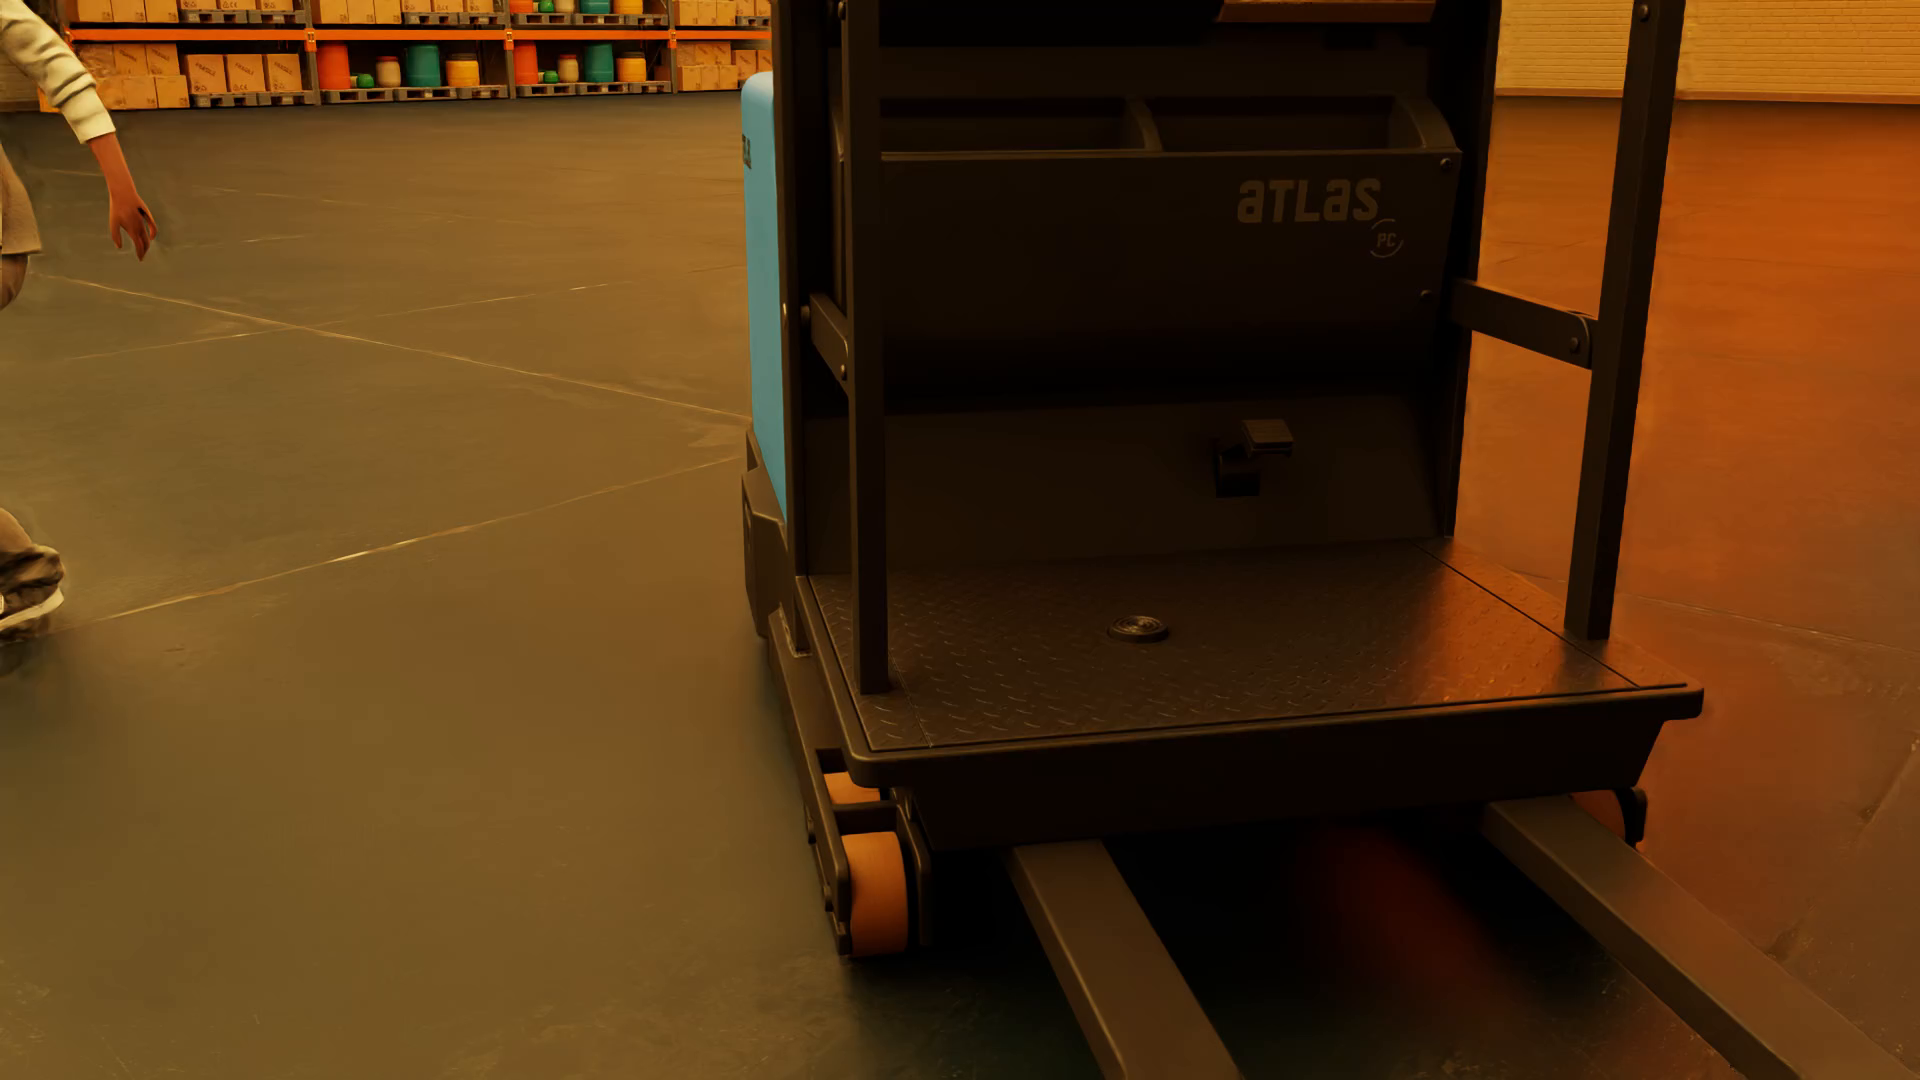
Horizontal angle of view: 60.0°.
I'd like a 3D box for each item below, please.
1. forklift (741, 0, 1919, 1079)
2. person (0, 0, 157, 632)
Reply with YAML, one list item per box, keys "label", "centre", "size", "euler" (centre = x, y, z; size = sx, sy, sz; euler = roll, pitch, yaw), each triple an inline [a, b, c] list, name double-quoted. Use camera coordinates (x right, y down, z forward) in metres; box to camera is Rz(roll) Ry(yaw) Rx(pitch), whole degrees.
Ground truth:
- label: "forklift"
  centre: [0.320, -0.976, 2.112]
  size: [1.130, 2.935, 3.031]
  euler: [-3, 17, -11]
- label: "person"
  centre: [-1.908, -0.501, 3.020]
  size: [0.549, 1.564, 0.671]
  euler: [9, 19, 28]
